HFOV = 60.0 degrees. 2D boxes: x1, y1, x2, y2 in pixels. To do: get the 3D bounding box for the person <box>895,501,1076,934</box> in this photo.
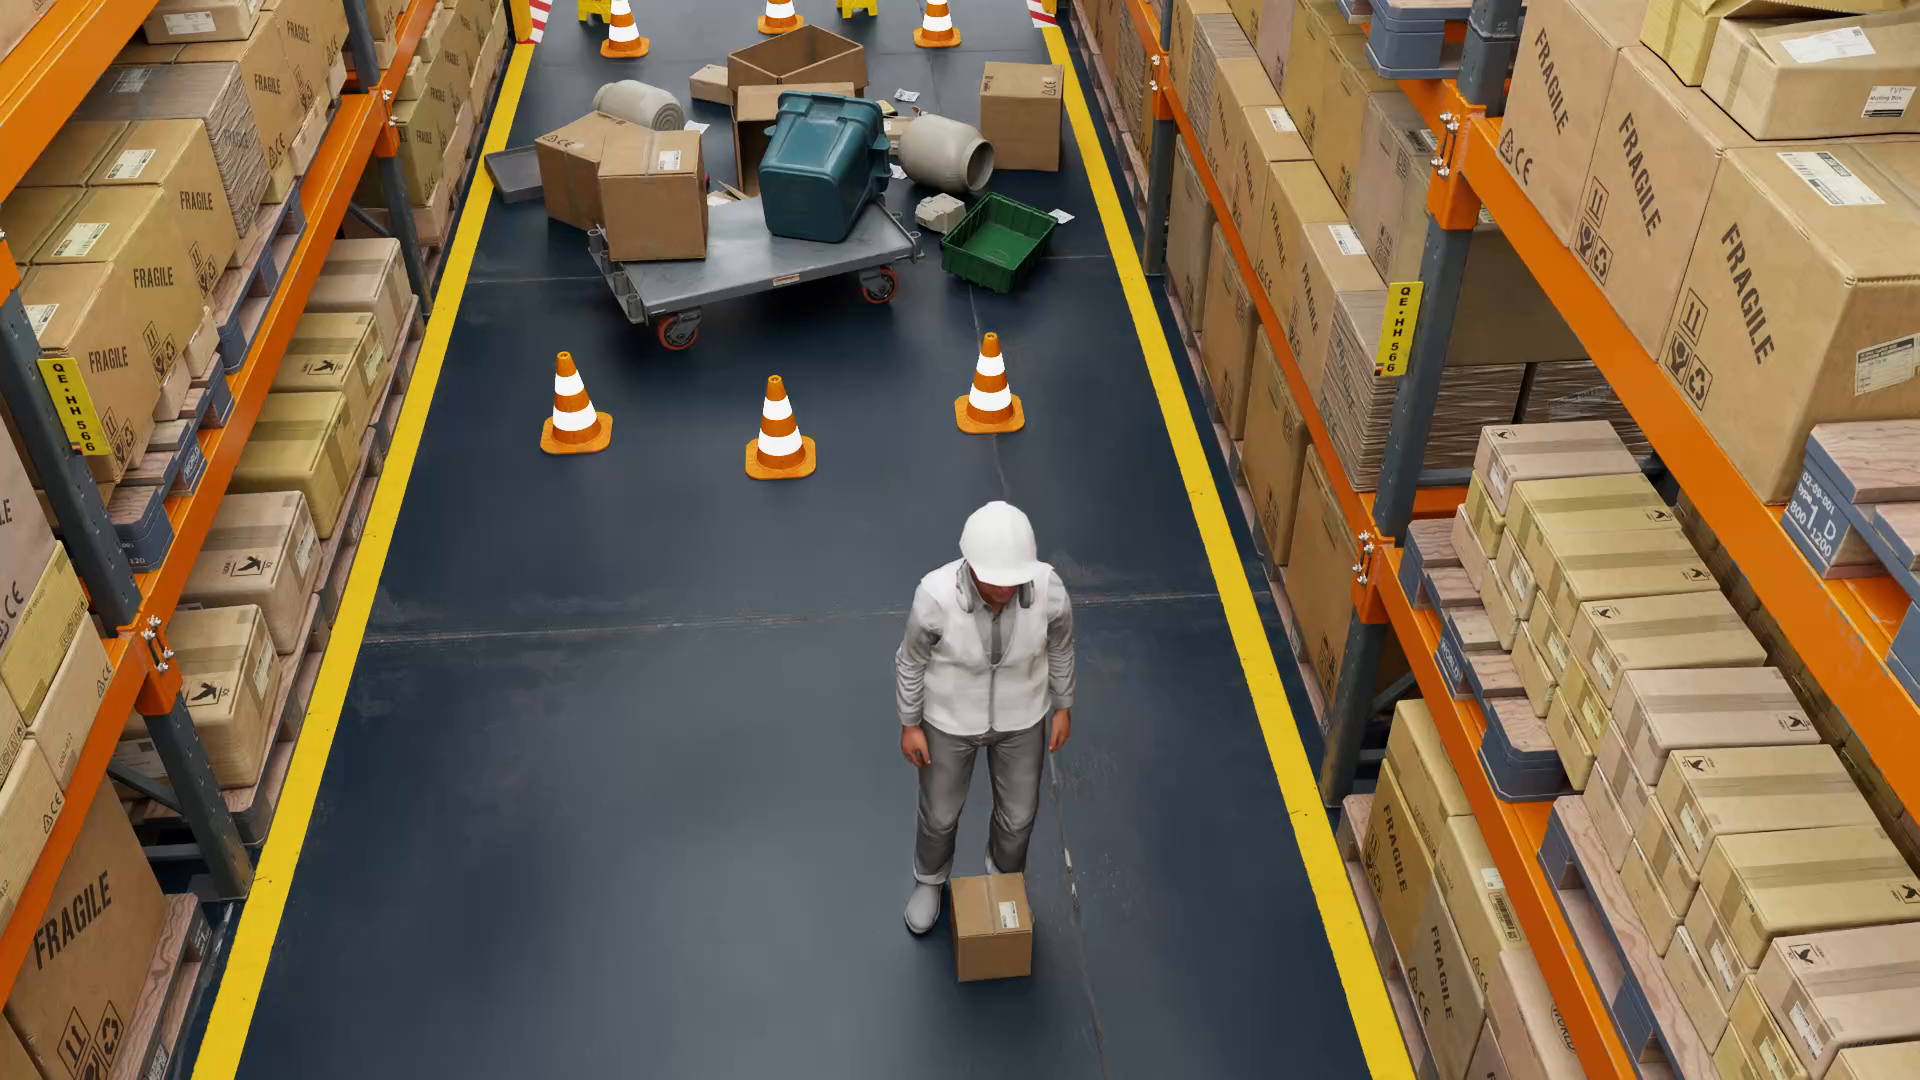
[{"bbox_3d":[0.084,0.574,5.421,0.594,1.772,0.471,-5,39,-6],"label":"person"}]
